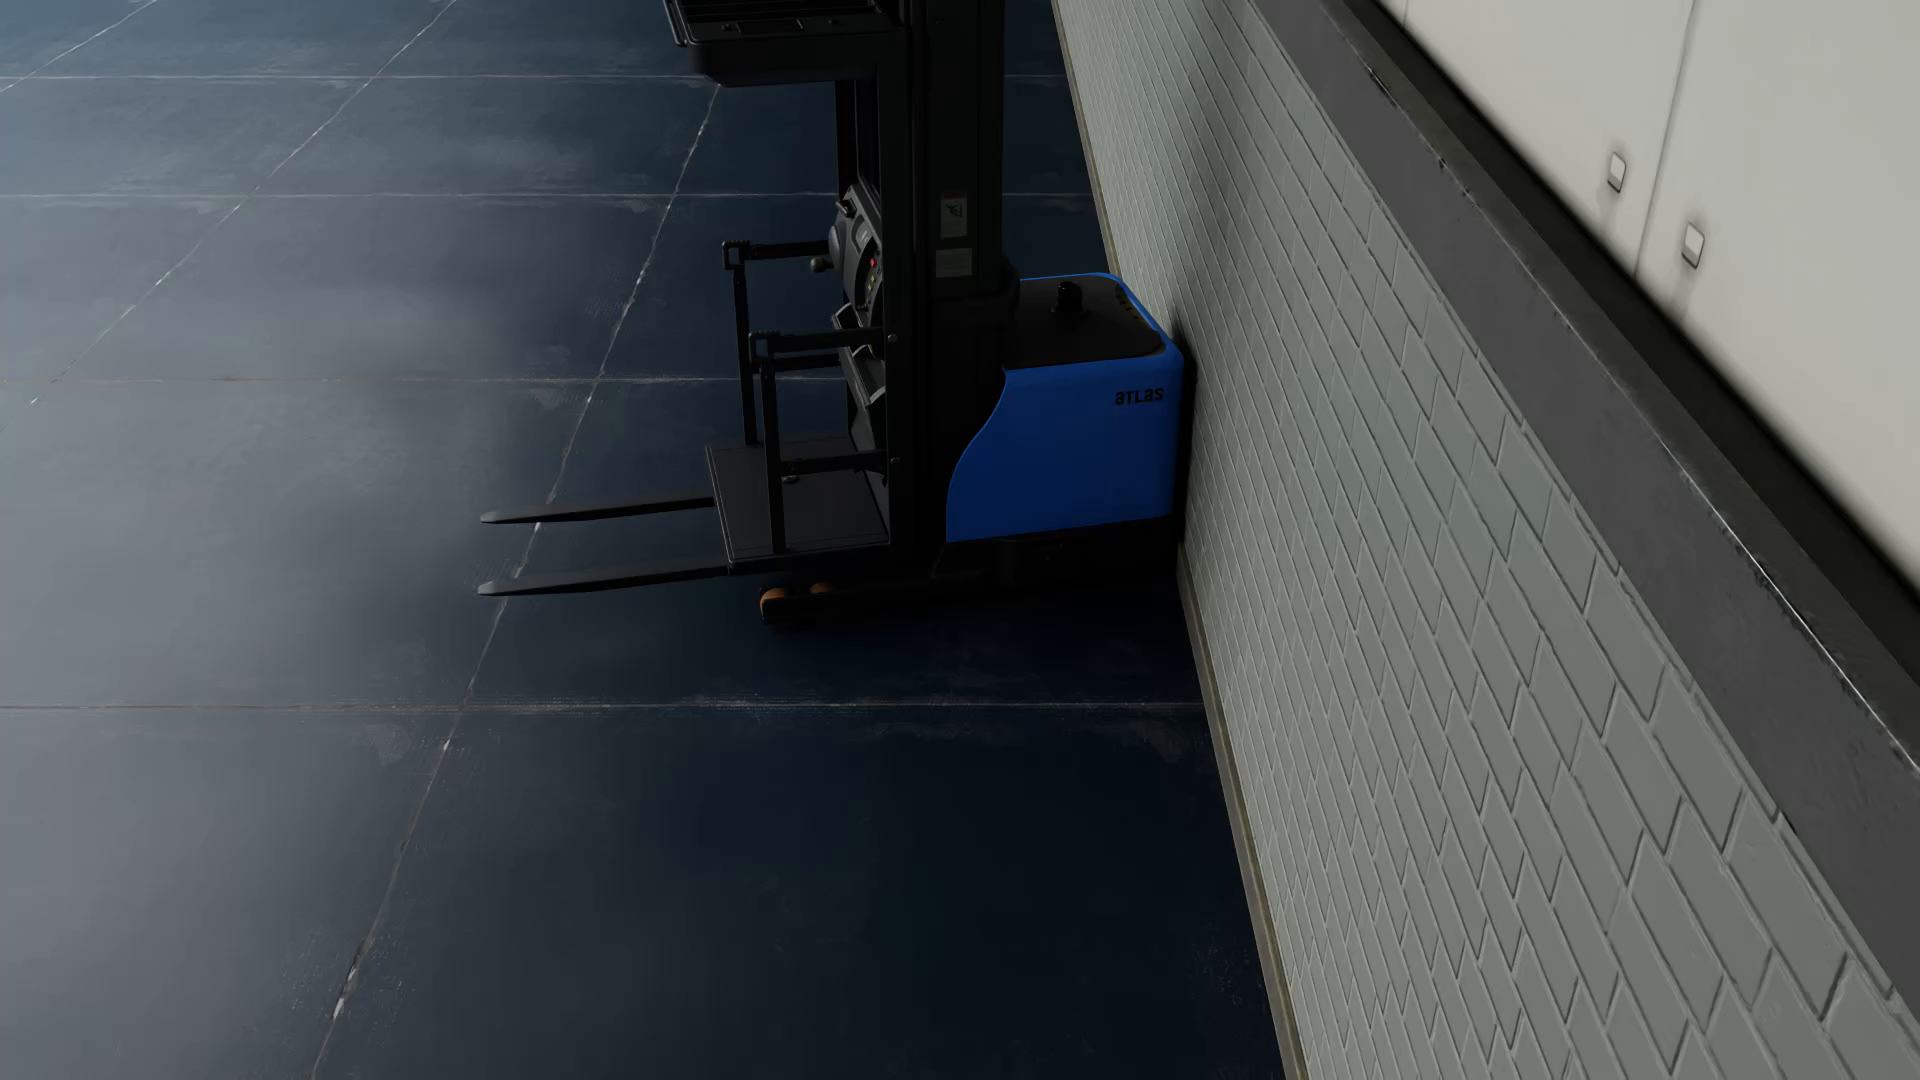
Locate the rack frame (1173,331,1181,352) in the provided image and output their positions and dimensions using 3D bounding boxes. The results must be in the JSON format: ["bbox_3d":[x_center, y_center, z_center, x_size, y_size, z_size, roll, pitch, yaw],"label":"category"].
[{"bbox_3d":[0.980,-0.568,7.829,0.006,0.900,0.240,3,31,-1],"label":"rack frame"}]

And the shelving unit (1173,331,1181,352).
[{"bbox_3d":[0.879,-0.573,7.828,0.210,0.900,0.258,3,31,-1],"label":"shelving unit"}]

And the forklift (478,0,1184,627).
[{"bbox_3d":[-0.612,-1.181,6.870,3.031,2.935,1.130,-7,32,-11],"label":"forklift"}]
